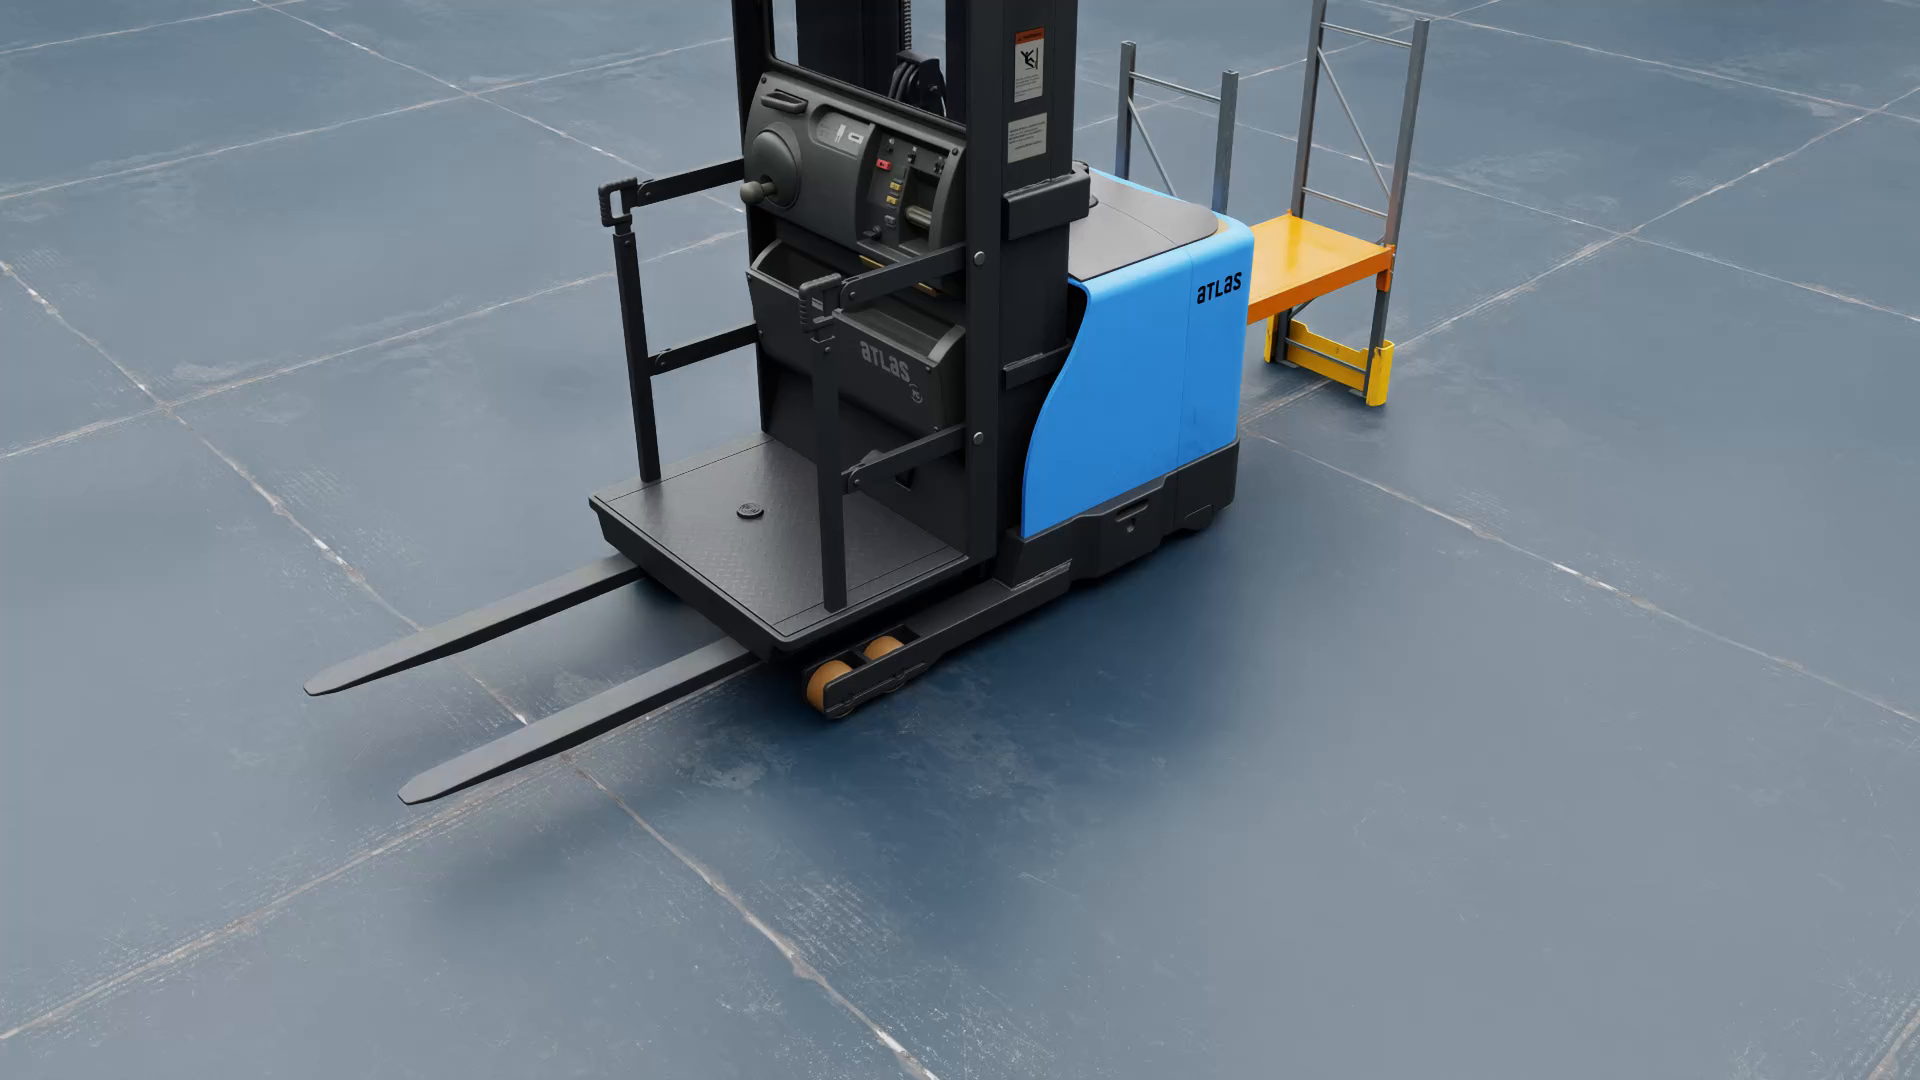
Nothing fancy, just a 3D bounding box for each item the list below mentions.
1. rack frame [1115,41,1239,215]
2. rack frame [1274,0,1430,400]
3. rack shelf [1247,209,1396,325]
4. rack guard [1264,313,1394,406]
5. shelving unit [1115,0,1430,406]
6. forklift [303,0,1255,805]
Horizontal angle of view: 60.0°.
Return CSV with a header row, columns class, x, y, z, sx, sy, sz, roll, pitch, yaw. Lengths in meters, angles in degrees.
class,x,y,z,sx,sy,sz,roll,pitch,yaw
rack frame,0.720,-0.952,5.870,0.032,1.500,0.500,-24,39,-34
rack frame,1.492,-1.298,6.434,0.032,1.500,0.500,-24,39,-34
rack shelf,1.106,-0.971,6.246,1.000,0.185,0.538,-24,39,-34
rack guard,1.491,-0.764,6.760,0.087,0.250,0.587,-24,39,-34
shelving unit,1.113,-1.128,6.157,1.083,1.500,0.587,-24,39,-34
forklift,-0.478,-1.036,4.634,3.031,2.935,1.130,-24,39,-34
